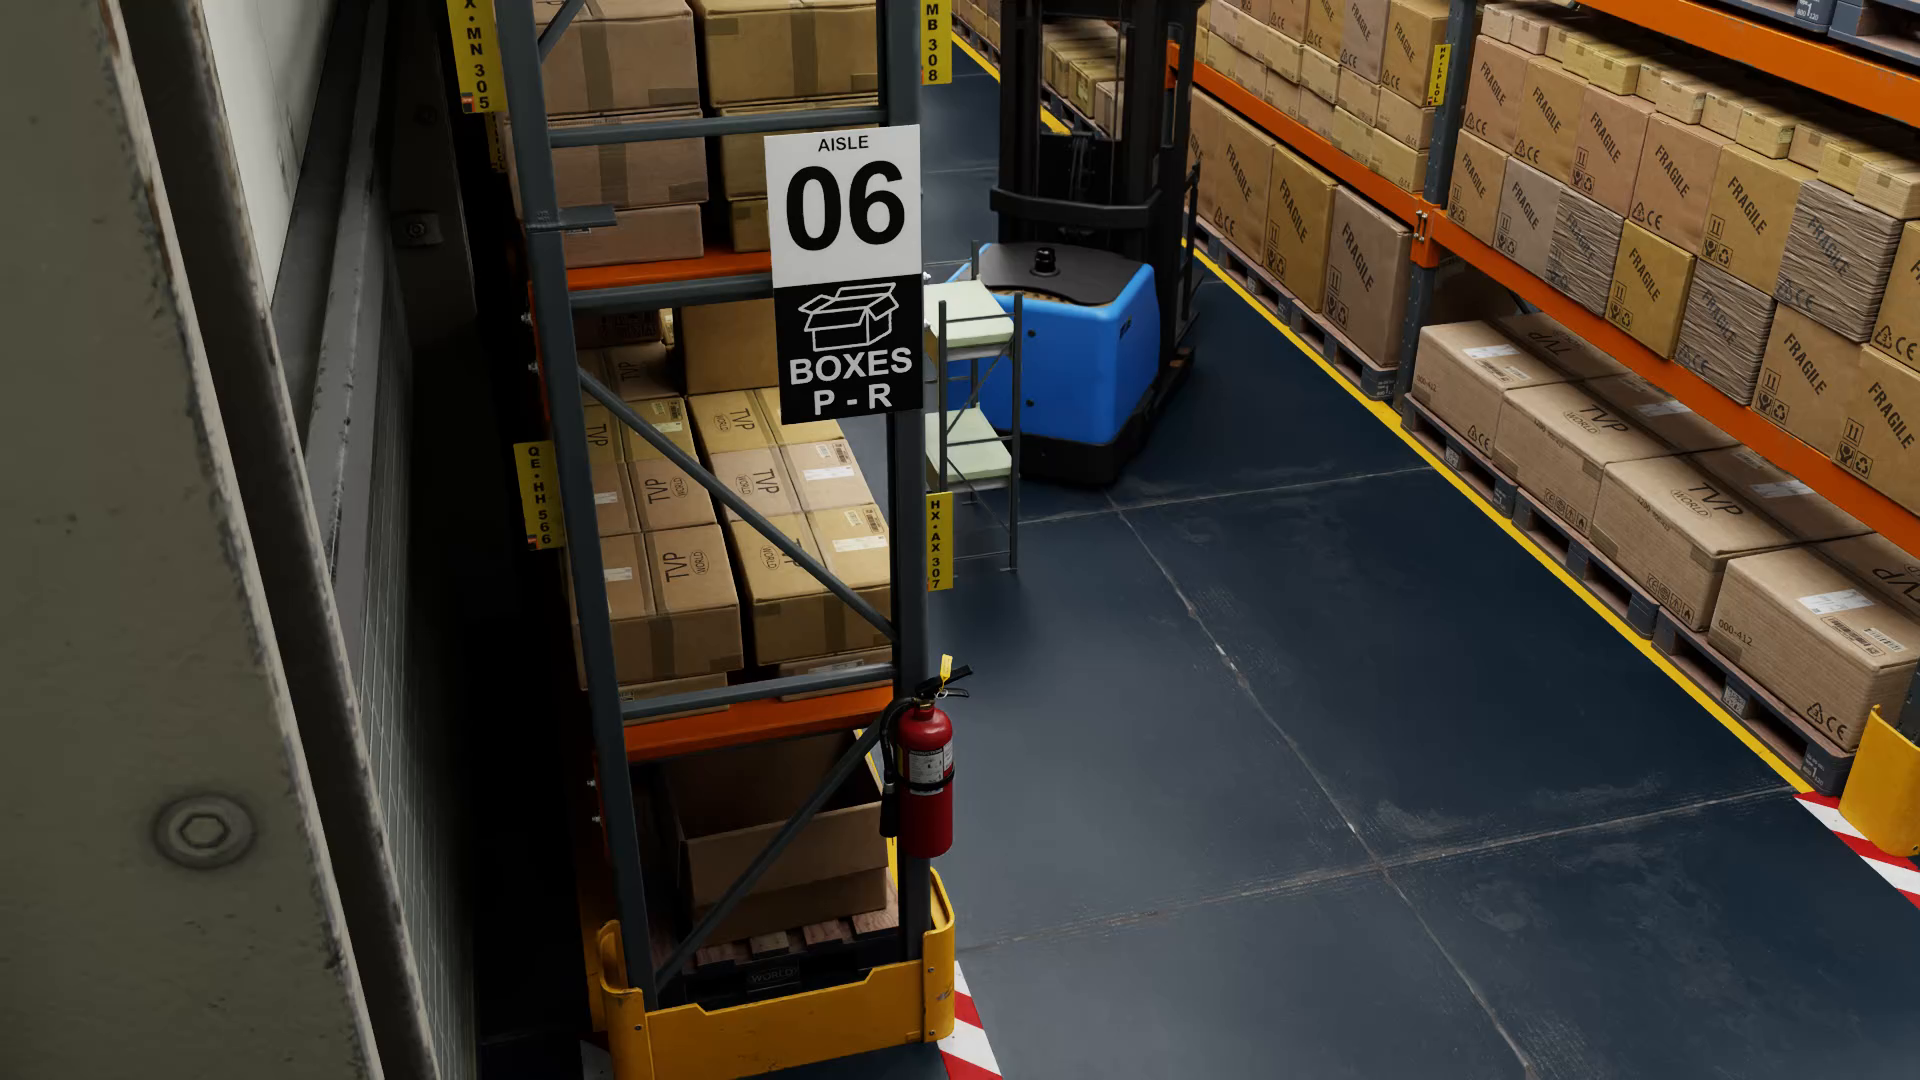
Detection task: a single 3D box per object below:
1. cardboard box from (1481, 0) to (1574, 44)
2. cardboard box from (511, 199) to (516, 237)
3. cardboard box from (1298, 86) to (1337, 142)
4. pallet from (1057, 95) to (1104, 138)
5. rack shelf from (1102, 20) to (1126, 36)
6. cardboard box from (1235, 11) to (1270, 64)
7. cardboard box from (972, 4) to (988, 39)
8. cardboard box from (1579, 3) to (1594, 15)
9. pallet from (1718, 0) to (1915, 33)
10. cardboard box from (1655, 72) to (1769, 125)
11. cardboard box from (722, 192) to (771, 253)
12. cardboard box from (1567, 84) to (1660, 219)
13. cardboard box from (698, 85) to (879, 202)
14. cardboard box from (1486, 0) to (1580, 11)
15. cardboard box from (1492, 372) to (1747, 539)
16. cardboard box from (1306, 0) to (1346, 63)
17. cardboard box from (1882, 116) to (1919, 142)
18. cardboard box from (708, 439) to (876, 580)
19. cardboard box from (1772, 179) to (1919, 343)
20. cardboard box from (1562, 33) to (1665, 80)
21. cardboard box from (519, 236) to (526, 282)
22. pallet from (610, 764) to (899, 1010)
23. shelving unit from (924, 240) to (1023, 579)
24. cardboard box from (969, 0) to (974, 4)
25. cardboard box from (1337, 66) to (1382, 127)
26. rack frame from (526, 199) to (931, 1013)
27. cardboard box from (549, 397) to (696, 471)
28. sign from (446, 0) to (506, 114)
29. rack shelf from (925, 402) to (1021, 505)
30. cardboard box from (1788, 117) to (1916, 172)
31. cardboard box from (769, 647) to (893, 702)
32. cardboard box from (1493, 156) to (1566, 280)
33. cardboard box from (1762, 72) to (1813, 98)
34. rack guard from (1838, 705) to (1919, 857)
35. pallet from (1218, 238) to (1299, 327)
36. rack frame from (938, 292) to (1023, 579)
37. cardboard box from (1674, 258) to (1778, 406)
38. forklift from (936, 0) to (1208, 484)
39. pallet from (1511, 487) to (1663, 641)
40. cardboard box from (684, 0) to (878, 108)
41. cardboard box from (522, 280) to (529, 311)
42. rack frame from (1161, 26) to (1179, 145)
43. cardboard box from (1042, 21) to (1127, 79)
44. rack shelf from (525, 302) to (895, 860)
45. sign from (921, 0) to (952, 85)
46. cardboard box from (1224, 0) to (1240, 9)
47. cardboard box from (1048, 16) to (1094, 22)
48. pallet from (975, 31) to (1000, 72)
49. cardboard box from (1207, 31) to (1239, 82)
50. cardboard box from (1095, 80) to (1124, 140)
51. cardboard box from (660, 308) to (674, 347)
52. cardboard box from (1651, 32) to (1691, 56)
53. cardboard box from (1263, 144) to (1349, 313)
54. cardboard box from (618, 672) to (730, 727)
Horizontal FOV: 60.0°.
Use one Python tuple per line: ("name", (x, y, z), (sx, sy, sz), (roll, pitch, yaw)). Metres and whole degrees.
("cardboard box", (2.964, -2.709, 8.690), (0.380, 0.149, 0.250), (-8, 31, -14))
("cardboard box", (-2.763, -2.028, 11.336), (0.500, 0.500, 0.500), (-8, 31, -13))
("cardboard box", (2.518, -2.749, 10.655), (0.500, 0.250, 0.500), (-9, 31, -15))
("pallet", (1.542, -3.830, 15.156), (1.003, 0.211, 1.213), (-8, 31, -13))
("rack shelf", (1.538, -4.725, 14.638), (1.077, 0.370, 4.000), (-8, 31, -13))
("cardboard box", (2.221, -3.452, 11.371), (0.500, 0.250, 0.500), (-8, 31, -13))
("cardboard box", (0.440, -5.500, 17.584), (0.500, 0.250, 0.500), (-9, 31, -15))
("cardboard box", (3.519, -2.789, 8.829), (0.380, 0.149, 0.250), (-8, 31, -14))
("pallet", (3.657, -2.414, 7.020), (1.003, 0.211, 1.213), (-8, 31, -13))
("cardboard box", (3.350, -1.970, 7.415), (0.380, 0.149, 0.250), (-8, 31, -13))
("cardboard box", (-0.453, -0.919, 4.601), (0.380, 0.149, 0.250), (-7, 31, -12))
("cardboard box", (3.276, -1.859, 7.869), (0.500, 0.500, 0.500), (-7, 31, -12))
("cardboard box", (-0.447, -1.158, 4.614), (0.500, 0.250, 0.500), (-8, 31, -14))
("cardboard box", (3.290, -2.866, 9.609), (0.500, 0.500, 0.500), (-7, 31, -13))
("cardboard box", (3.431, -0.462, 8.692), (0.875, 0.438, 0.875), (-9, 31, -15))
("cardboard box", (2.509, -3.294, 10.348), (0.500, 0.500, 0.500), (-7, 31, -12))
("cardboard box", (4.060, -1.674, 6.903), (0.380, 0.149, 0.250), (-8, 31, -13))
("cardboard box", (-0.588, -0.107, 5.794), (0.500, 0.250, 0.500), (-8, 31, -13))
("cardboard box", (3.667, -1.133, 6.615), (0.500, 0.500, 0.500), (-8, 31, -13))
("cardboard box", (3.163, -2.341, 8.055), (0.380, 0.149, 0.250), (-8, 31, -14))
("cardboard box", (-1.783, -1.266, 7.795), (0.500, 0.250, 0.500), (-8, 31, -14))
("pallet", (-0.826, 1.240, 6.397), (1.003, 0.211, 1.213), (-8, 31, -13))
("shelving unit", (-0.002, -0.652, 8.380), (0.431, 1.500, 0.755), (-8, 31, -13))
("cardboard box", (0.318, -6.061, 17.804), (0.500, 0.500, 0.500), (-6, 31, -11))
("cardboard box", (2.639, -2.711, 10.091), (0.500, 0.250, 0.500), (-7, 31, -12))
("rack frame", (-0.593, 0.455, 4.970), (1.000, 3.000, 0.127), (-8, 31, -13))
("cardboard box", (-1.233, -0.285, 6.101), (0.500, 0.250, 0.500), (-7, 31, -12))
("sign", (-1.133, -1.162, 3.886), (0.100, 0.325, 0.005), (-8, 31, -13))
("rack shelf", (-0.002, -0.370, 8.543), (0.431, 0.370, 0.720), (-8, 31, -13))
("cardboard box", (3.635, -1.606, 6.785), (0.380, 0.149, 0.250), (-8, 31, -14))
("cardboard box", (-0.416, 0.368, 5.370), (0.380, 0.149, 0.250), (-8, 31, -14))
("cardboard box", (3.132, -1.677, 8.553), (0.500, 0.500, 0.500), (-8, 31, -13))
("cardboard box", (3.877, -2.047, 7.546), (0.380, 0.149, 0.250), (-8, 31, -13))
("rack guard", (4.198, 0.887, 6.719), (1.175, 0.500, 0.348), (-8, 31, -13))
("pallet", (2.525, -1.885, 11.796), (1.003, 0.211, 1.213), (-8, 31, -13))
("rack frame", (0.095, -0.476, 8.074), (0.400, 1.500, 0.023), (-8, 31, -13))
("cardboard box", (3.544, -0.939, 7.279), (0.500, 0.500, 0.500), (-7, 31, -12))
("forklift", (0.854, -2.300, 9.798), (1.130, 2.935, 3.031), (11, 32, 18))
("pallet", (3.584, 0.036, 8.477), (1.003, 0.211, 1.213), (-8, 31, -13))
("cardboard box", (-0.469, -1.371, 4.484), (0.500, 0.250, 0.500), (-8, 31, -14))
("cardboard box", (-2.332, -1.272, 10.029), (0.500, 0.500, 0.500), (-9, 31, -16))
("rack frame", (2.068, -4.071, 12.789), (1.000, 3.000, 0.127), (-8, 31, -13))
("cardboard box", (1.148, -4.794, 16.242), (0.950, 0.372, 0.625), (-7, 31, -13))
("rack shelf", (-1.124, -0.200, 6.819), (1.077, 0.370, 4.000), (-8, 31, -13))
("sign", (-0.070, -1.294, 4.124), (0.100, 0.325, 0.005), (-8, 31, -13))
("cardboard box", (2.105, -4.038, 11.634), (0.500, 0.500, 0.500), (-8, 31, -13))
("cardboard box", (1.110, -5.640, 17.076), (0.500, 0.500, 0.500), (-6, 31, -11))
("pallet", (0.794, -5.115, 17.377), (1.003, 0.211, 1.213), (-8, 31, -13))
("cardboard box", (2.109, -3.490, 11.936), (0.500, 0.250, 0.500), (-9, 31, -15))
("cardboard box", (1.724, -3.745, 14.429), (0.950, 0.372, 0.625), (-8, 31, -14))
("cardboard box", (-1.017, -0.845, 7.068), (0.500, 0.250, 0.500), (-8, 31, -14))
("cardboard box", (3.625, -2.406, 8.167), (0.380, 0.149, 0.250), (-8, 31, -14))
("cardboard box", (2.641, -2.125, 11.129), (0.875, 0.875, 0.875), (-7, 31, -12))
("cardboard box", (-0.940, 0.439, 5.248), (0.380, 0.149, 0.250), (-8, 31, -14))
